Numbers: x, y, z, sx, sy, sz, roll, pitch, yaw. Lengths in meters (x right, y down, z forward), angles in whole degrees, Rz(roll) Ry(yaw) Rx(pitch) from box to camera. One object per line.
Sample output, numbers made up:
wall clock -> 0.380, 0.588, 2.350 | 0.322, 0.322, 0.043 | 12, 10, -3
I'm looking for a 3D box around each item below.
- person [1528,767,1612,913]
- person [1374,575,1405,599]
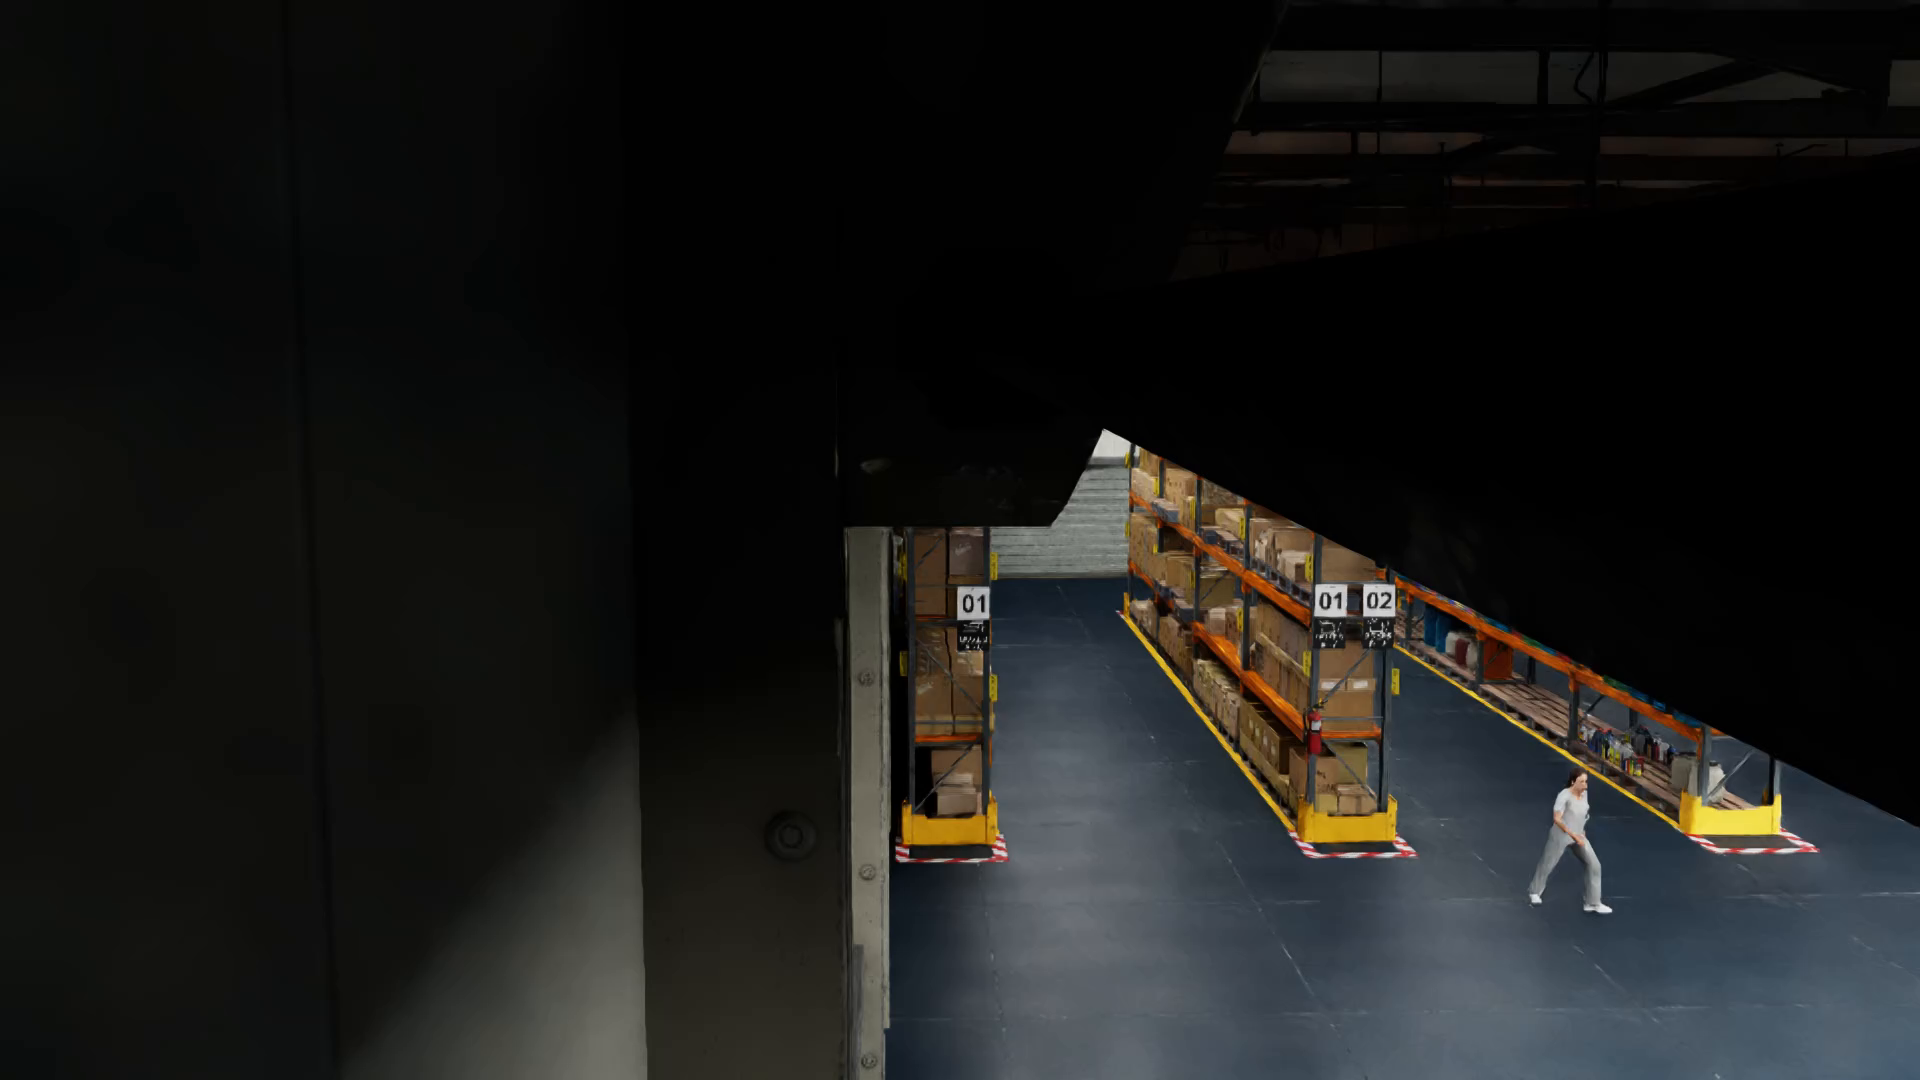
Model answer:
person -> 6.623, 3.217, 18.096 | 0.609, 1.601, 0.817 | -3, 8, -19
person -> 9.809, 0.534, 38.578 | 0.734, 1.719, 0.869 | -3, 8, -20
